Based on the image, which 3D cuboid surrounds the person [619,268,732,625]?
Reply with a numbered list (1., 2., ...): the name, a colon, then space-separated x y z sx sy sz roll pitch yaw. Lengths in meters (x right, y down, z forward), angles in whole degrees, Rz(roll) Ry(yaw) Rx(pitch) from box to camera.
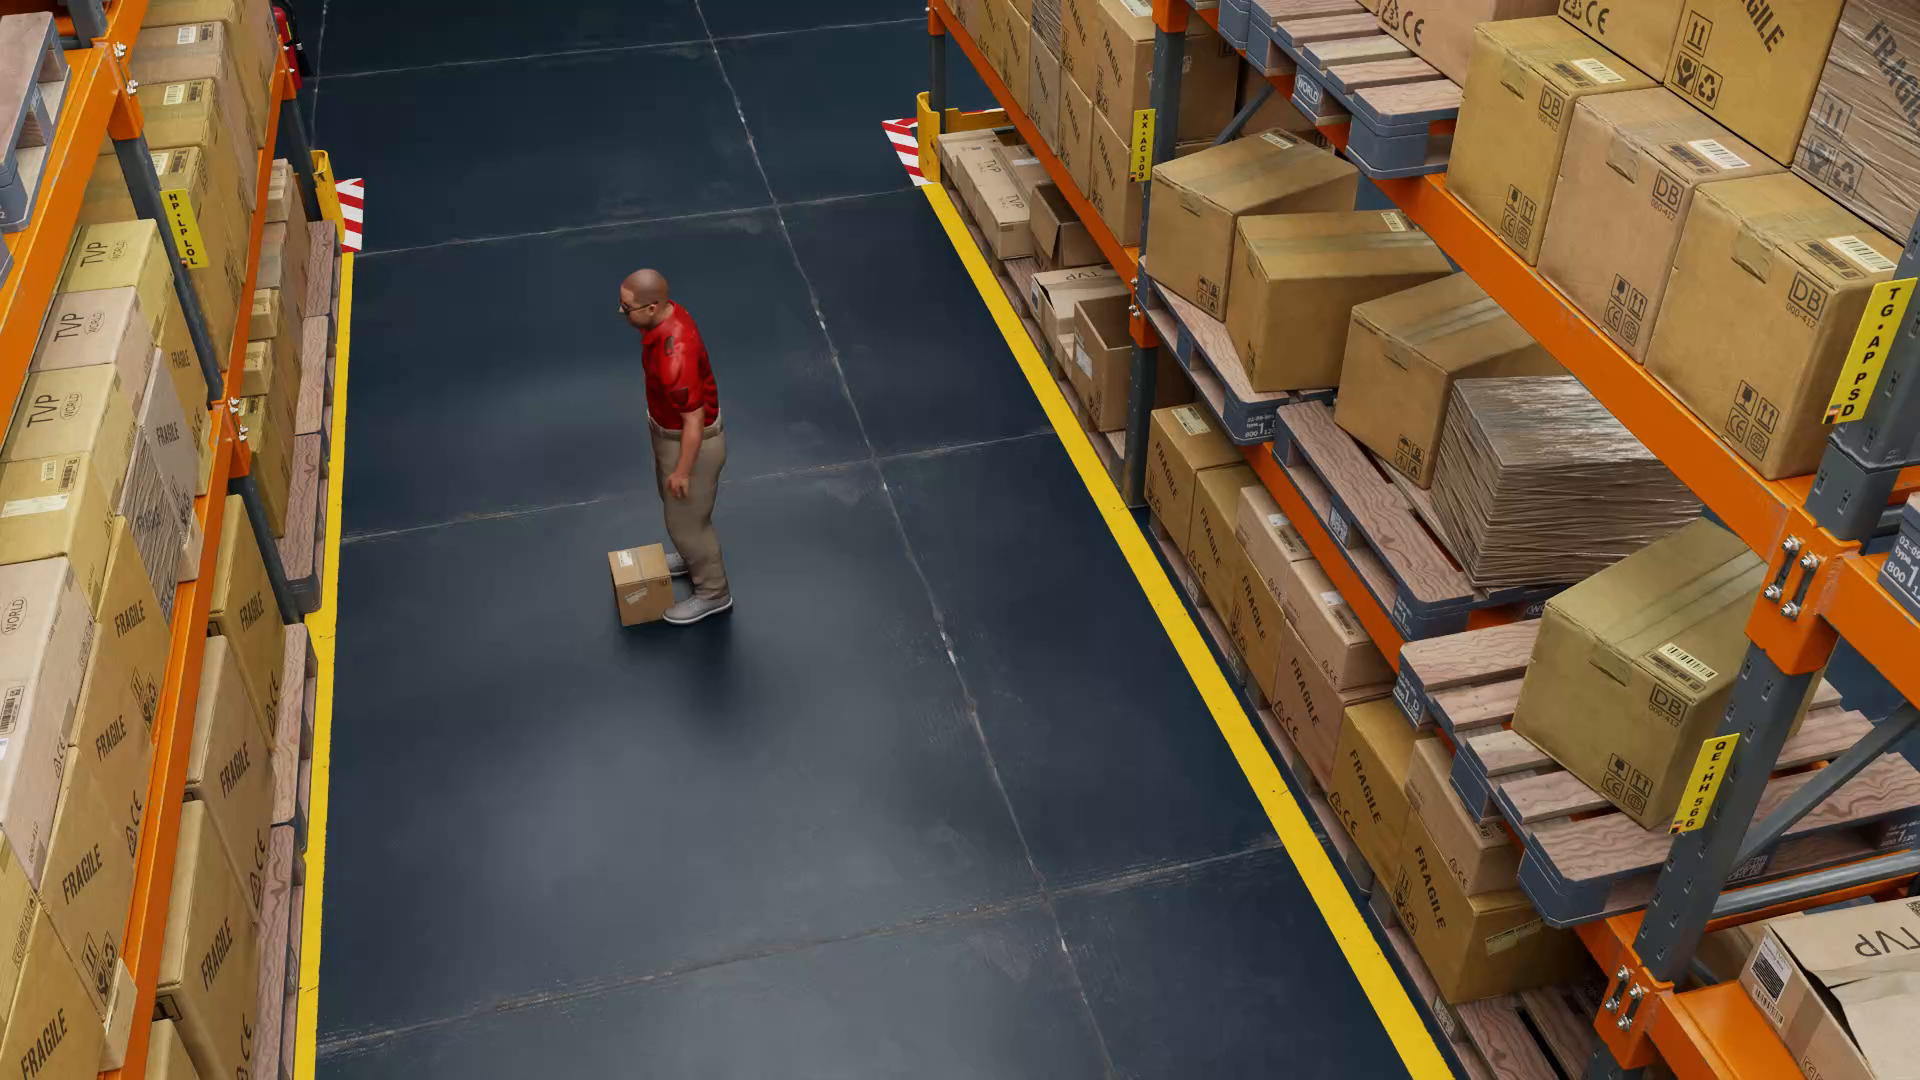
1. person: -1.226 -0.426 7.271 0.390 1.727 0.585 -10 39 -12
